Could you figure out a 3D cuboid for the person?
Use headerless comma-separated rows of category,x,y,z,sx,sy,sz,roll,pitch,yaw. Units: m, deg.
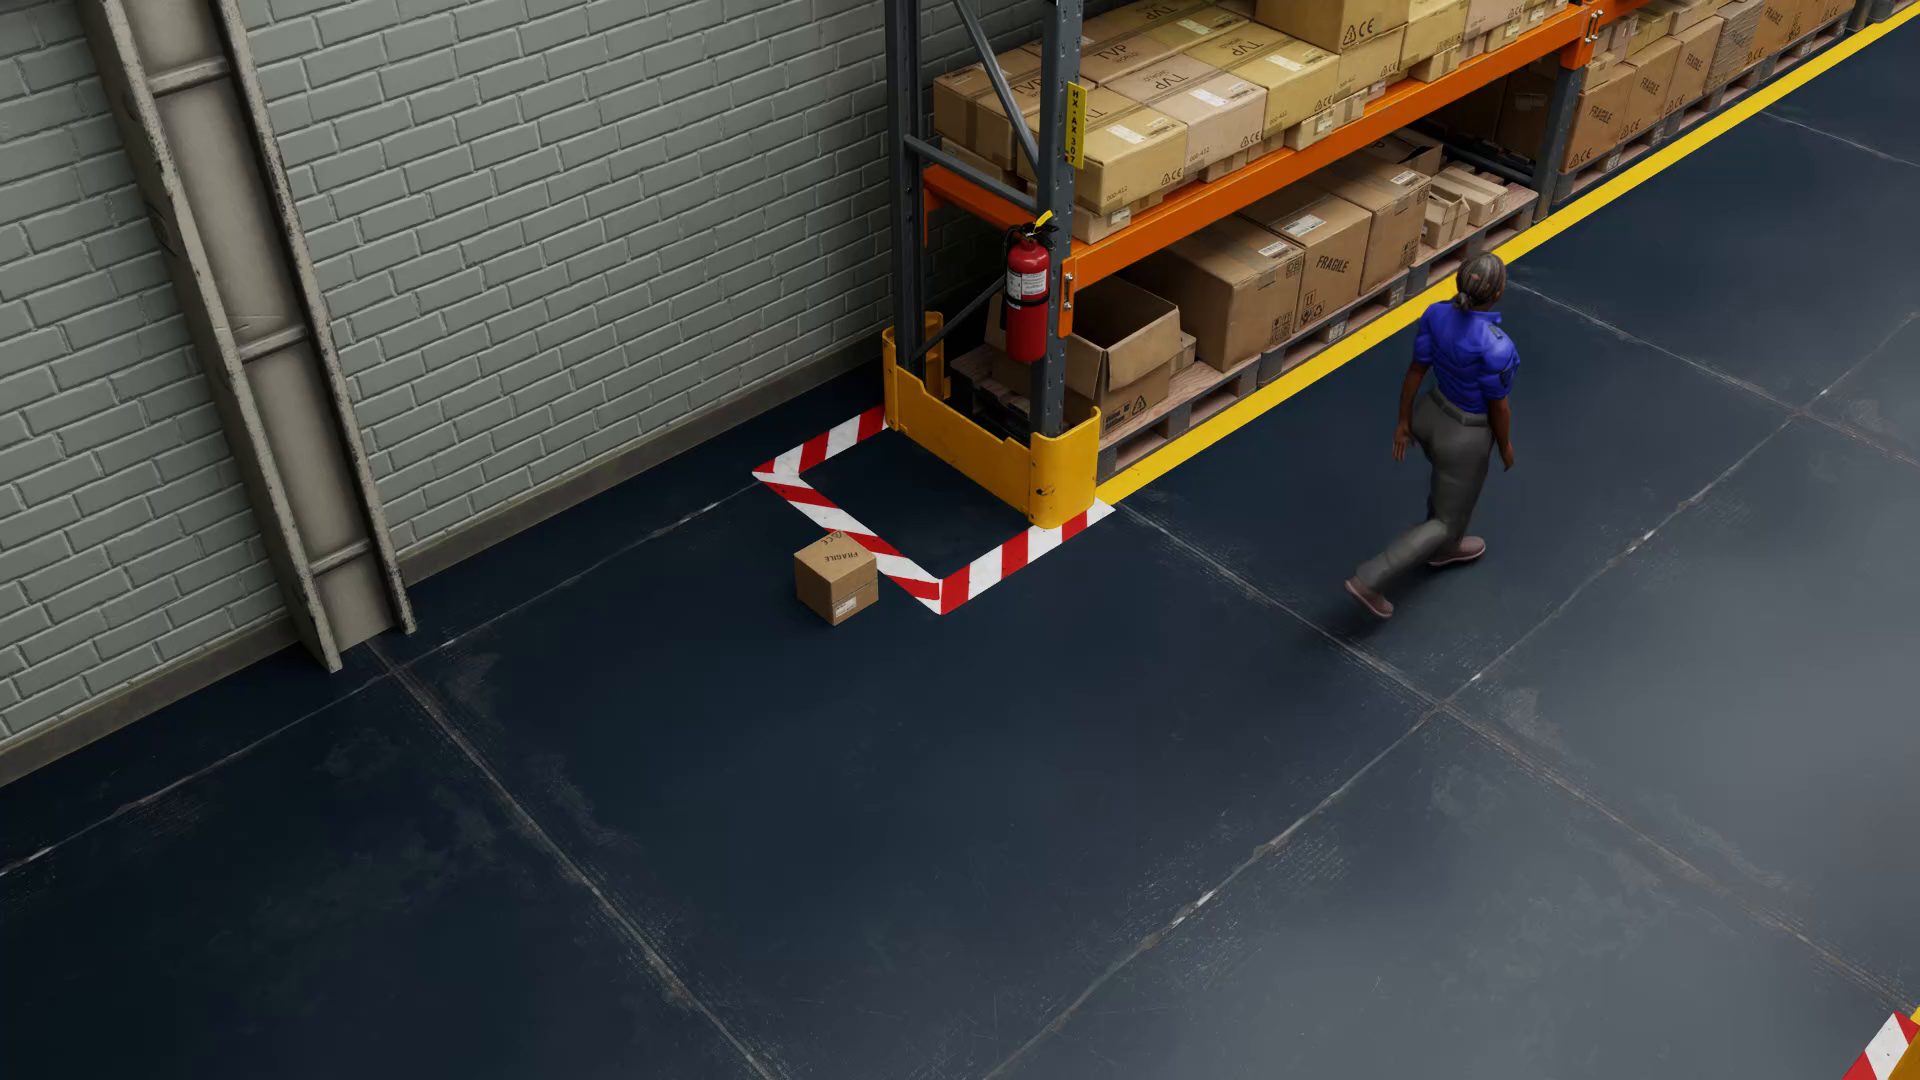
person,1.937,-0.427,6.651,0.881,1.616,0.425,-16,43,-18
